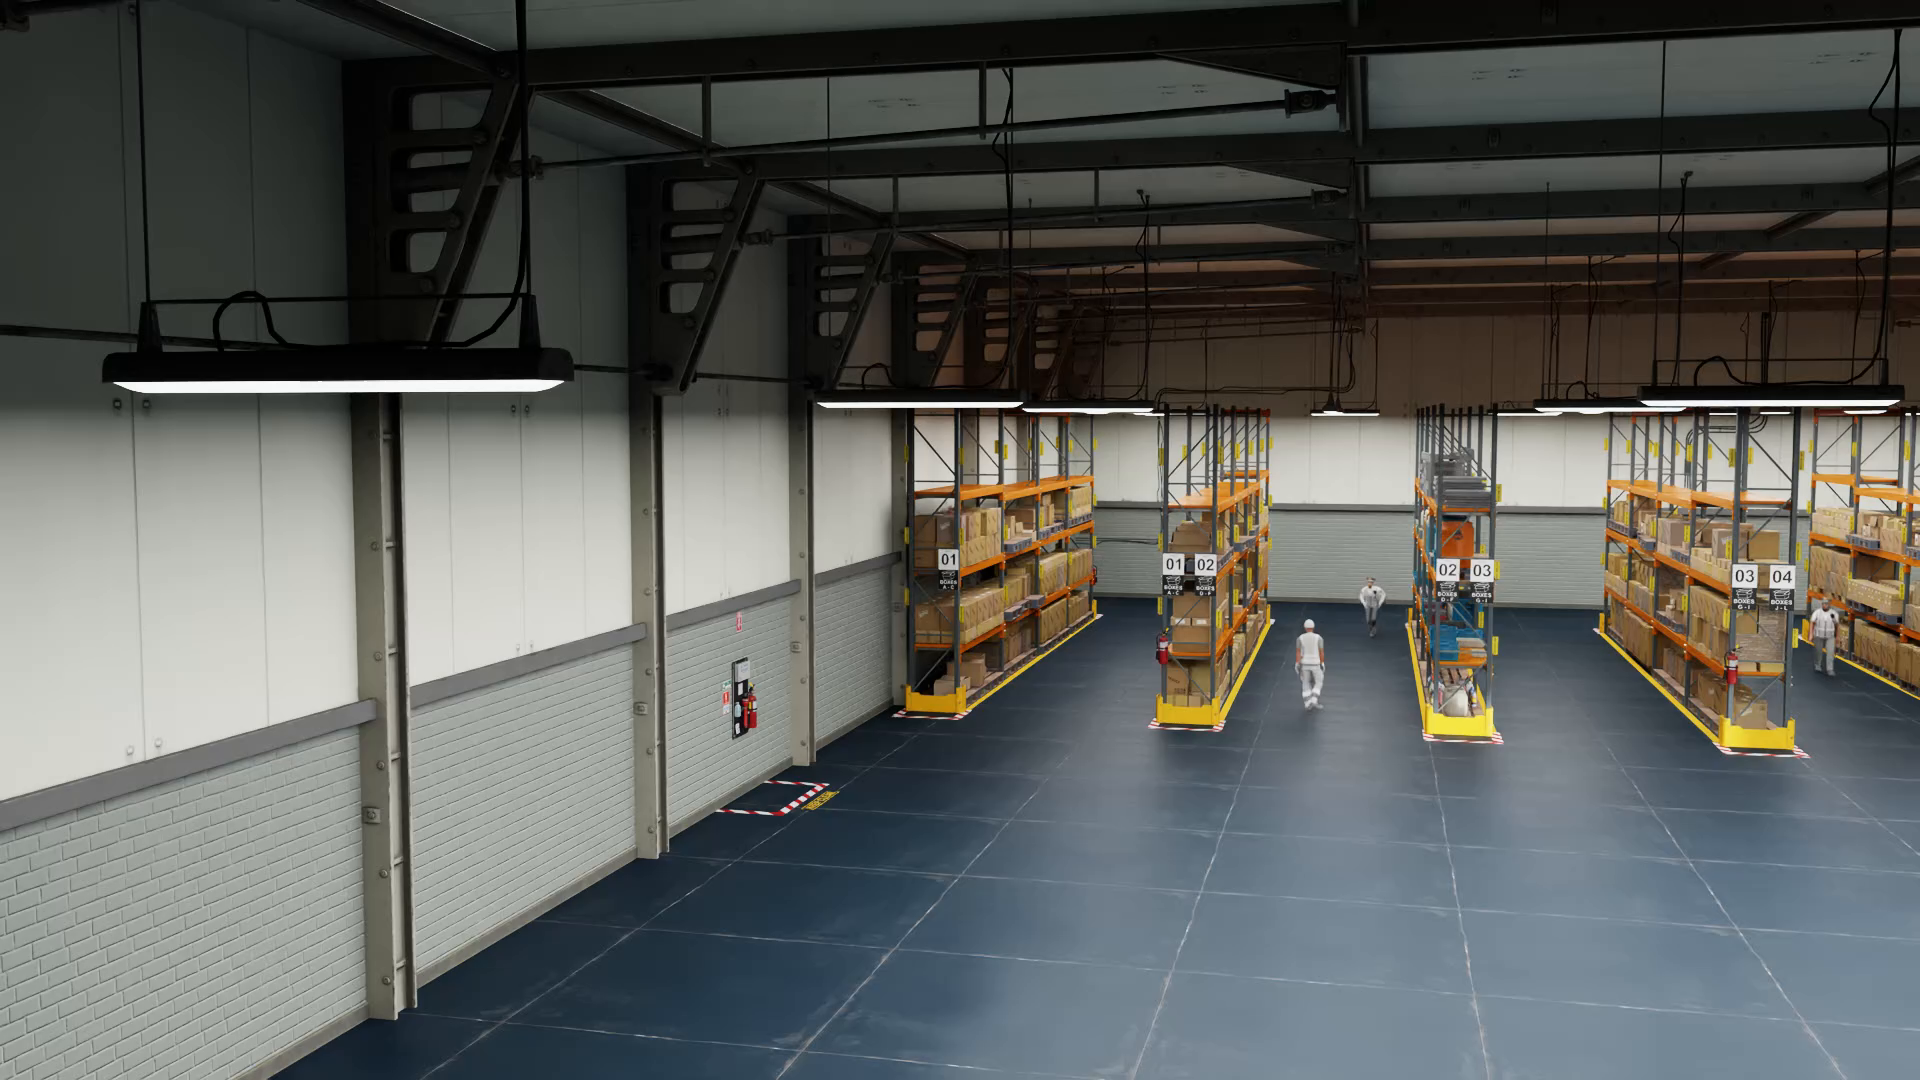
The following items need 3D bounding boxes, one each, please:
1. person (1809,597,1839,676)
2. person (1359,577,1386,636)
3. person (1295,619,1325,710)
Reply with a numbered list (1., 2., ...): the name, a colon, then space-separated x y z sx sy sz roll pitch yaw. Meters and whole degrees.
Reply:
1. person: 19.327 2.134 37.171 0.648 1.717 1.037 1 4 19
2. person: 10.844 1.748 43.694 0.658 1.600 0.690 2 5 23
3. person: 6.876 2.460 32.681 0.574 1.784 0.551 1 4 17
